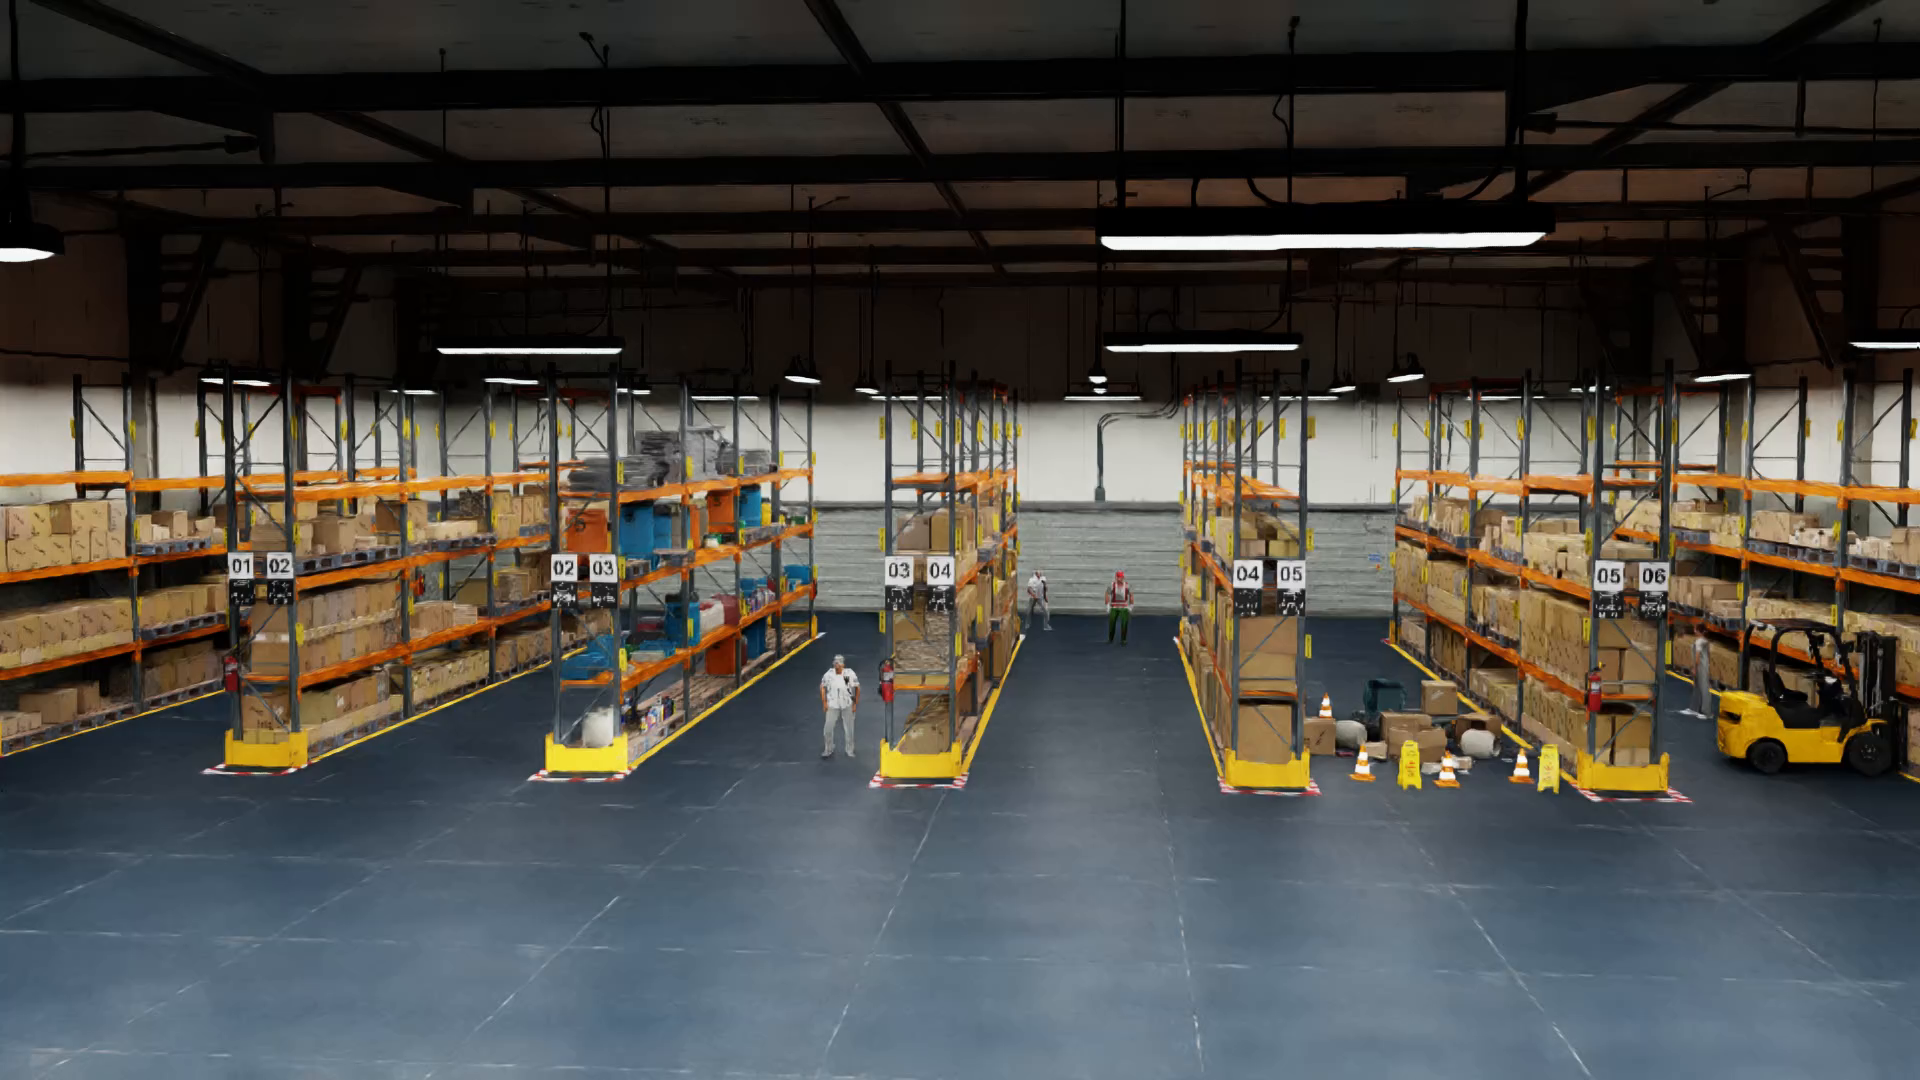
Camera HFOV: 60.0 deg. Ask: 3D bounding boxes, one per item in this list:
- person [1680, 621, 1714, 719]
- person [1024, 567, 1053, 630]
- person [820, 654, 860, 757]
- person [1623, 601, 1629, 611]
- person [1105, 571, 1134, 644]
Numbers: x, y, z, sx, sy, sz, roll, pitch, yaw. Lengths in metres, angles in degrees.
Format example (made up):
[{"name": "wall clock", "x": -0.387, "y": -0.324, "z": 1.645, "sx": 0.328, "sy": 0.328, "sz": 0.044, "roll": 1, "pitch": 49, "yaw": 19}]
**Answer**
[{"name": "person", "x": 12.872, "y": 2.246, "z": 28.994, "sx": 0.571, "sy": 1.665, "sz": 0.553, "roll": 2, "pitch": 4, "yaw": 31}, {"name": "person", "x": 1.951, "y": 1.446, "z": 41.737, "sx": 0.621, "sy": 1.606, "sz": 0.827, "roll": -1, "pitch": 4, "yaw": -12}, {"name": "person", "x": -1.837, "y": 2.537, "z": 25.413, "sx": 0.625, "sy": 1.607, "sz": 0.575, "roll": 0, "pitch": 4, "yaw": 4}, {"name": "person", "x": 15.821, "y": 1.524, "z": 39.738, "sx": 0.559, "sy": 1.745, "sz": 0.646, "roll": -2, "pitch": 4, "yaw": -23}, {"name": "person", "x": 3.719, "y": 1.581, "z": 38.940, "sx": 0.660, "sy": 1.742, "sz": 0.552, "roll": 0, "pitch": 4, "yaw": 4}]
